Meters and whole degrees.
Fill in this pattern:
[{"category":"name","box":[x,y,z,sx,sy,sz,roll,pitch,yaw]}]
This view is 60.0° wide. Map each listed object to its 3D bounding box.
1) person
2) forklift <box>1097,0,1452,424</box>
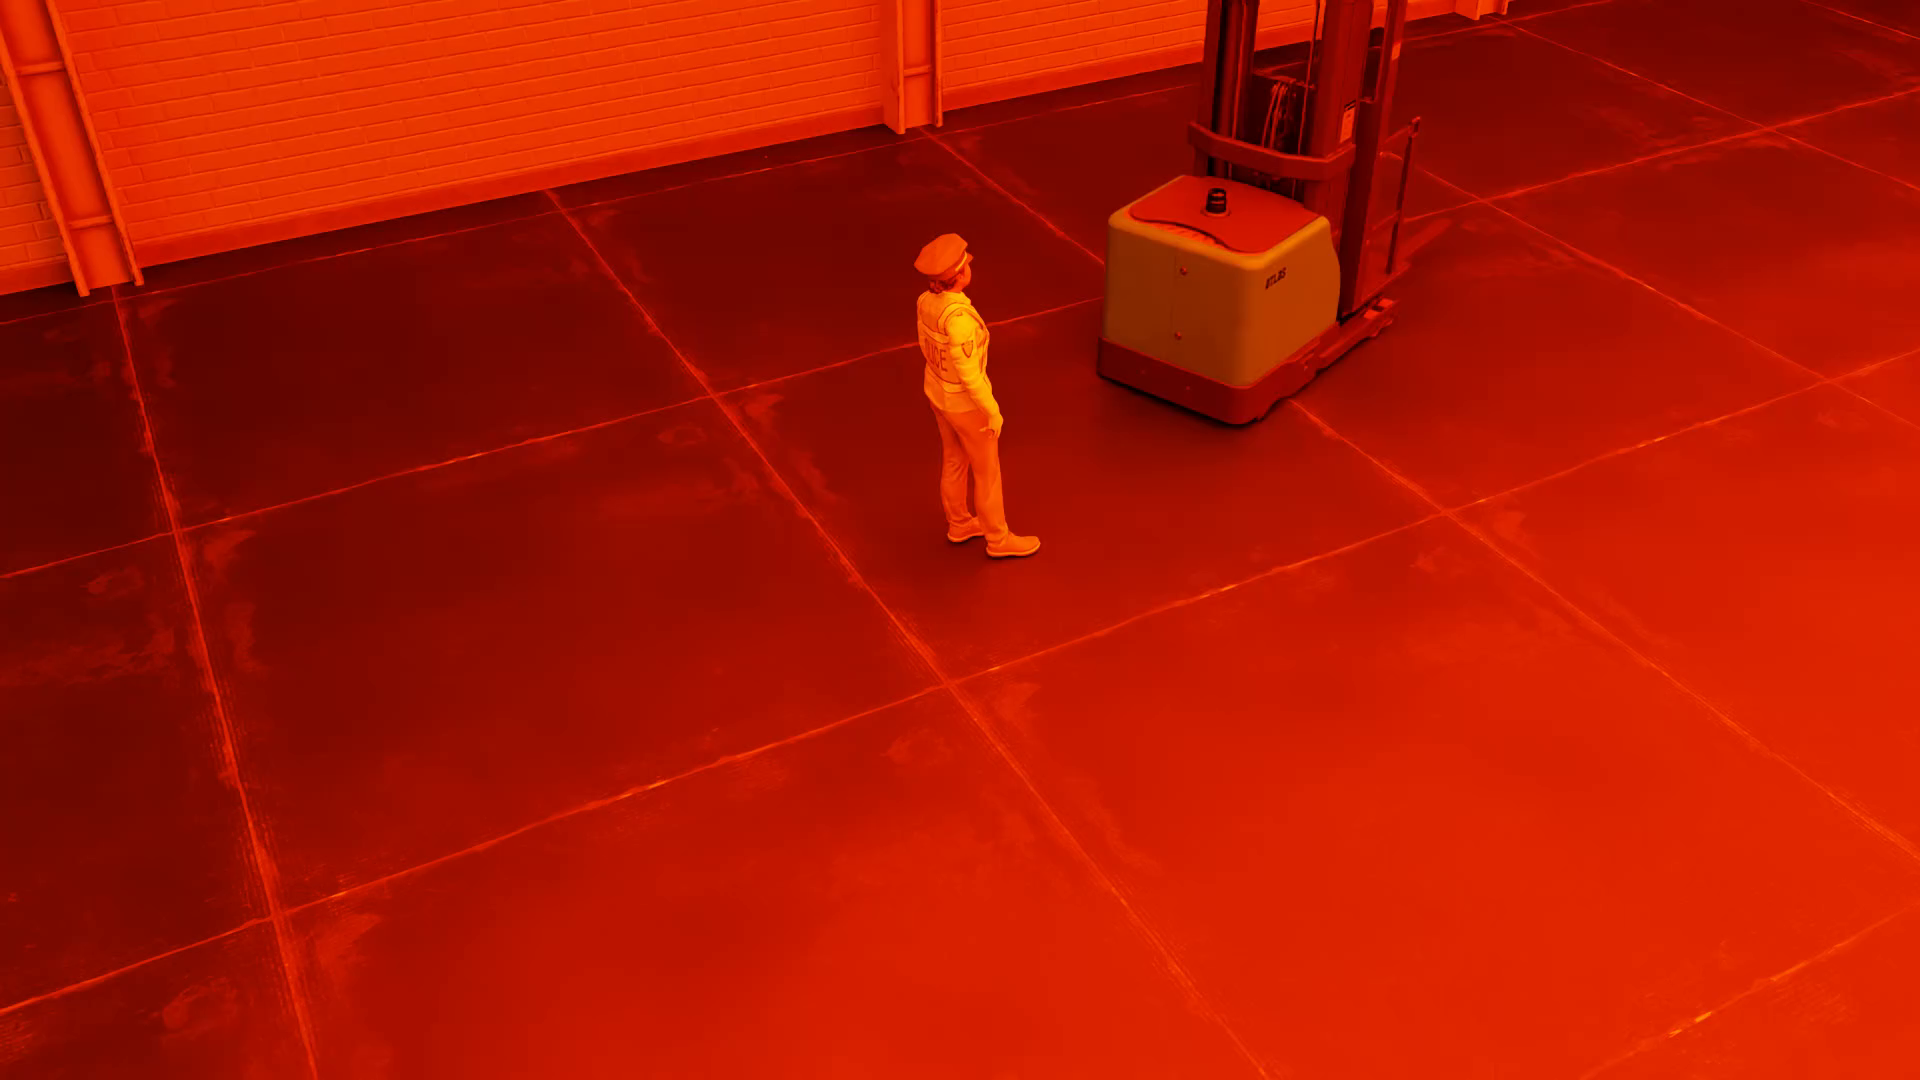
[{"category":"person","box":[0.064,-0.713,8.191,0.530,1.694,0.586,-17,39,-23]},{"category":"forklift","box":[2.144,-2.640,9.857,1.130,2.935,3.031,25,42,31]}]
